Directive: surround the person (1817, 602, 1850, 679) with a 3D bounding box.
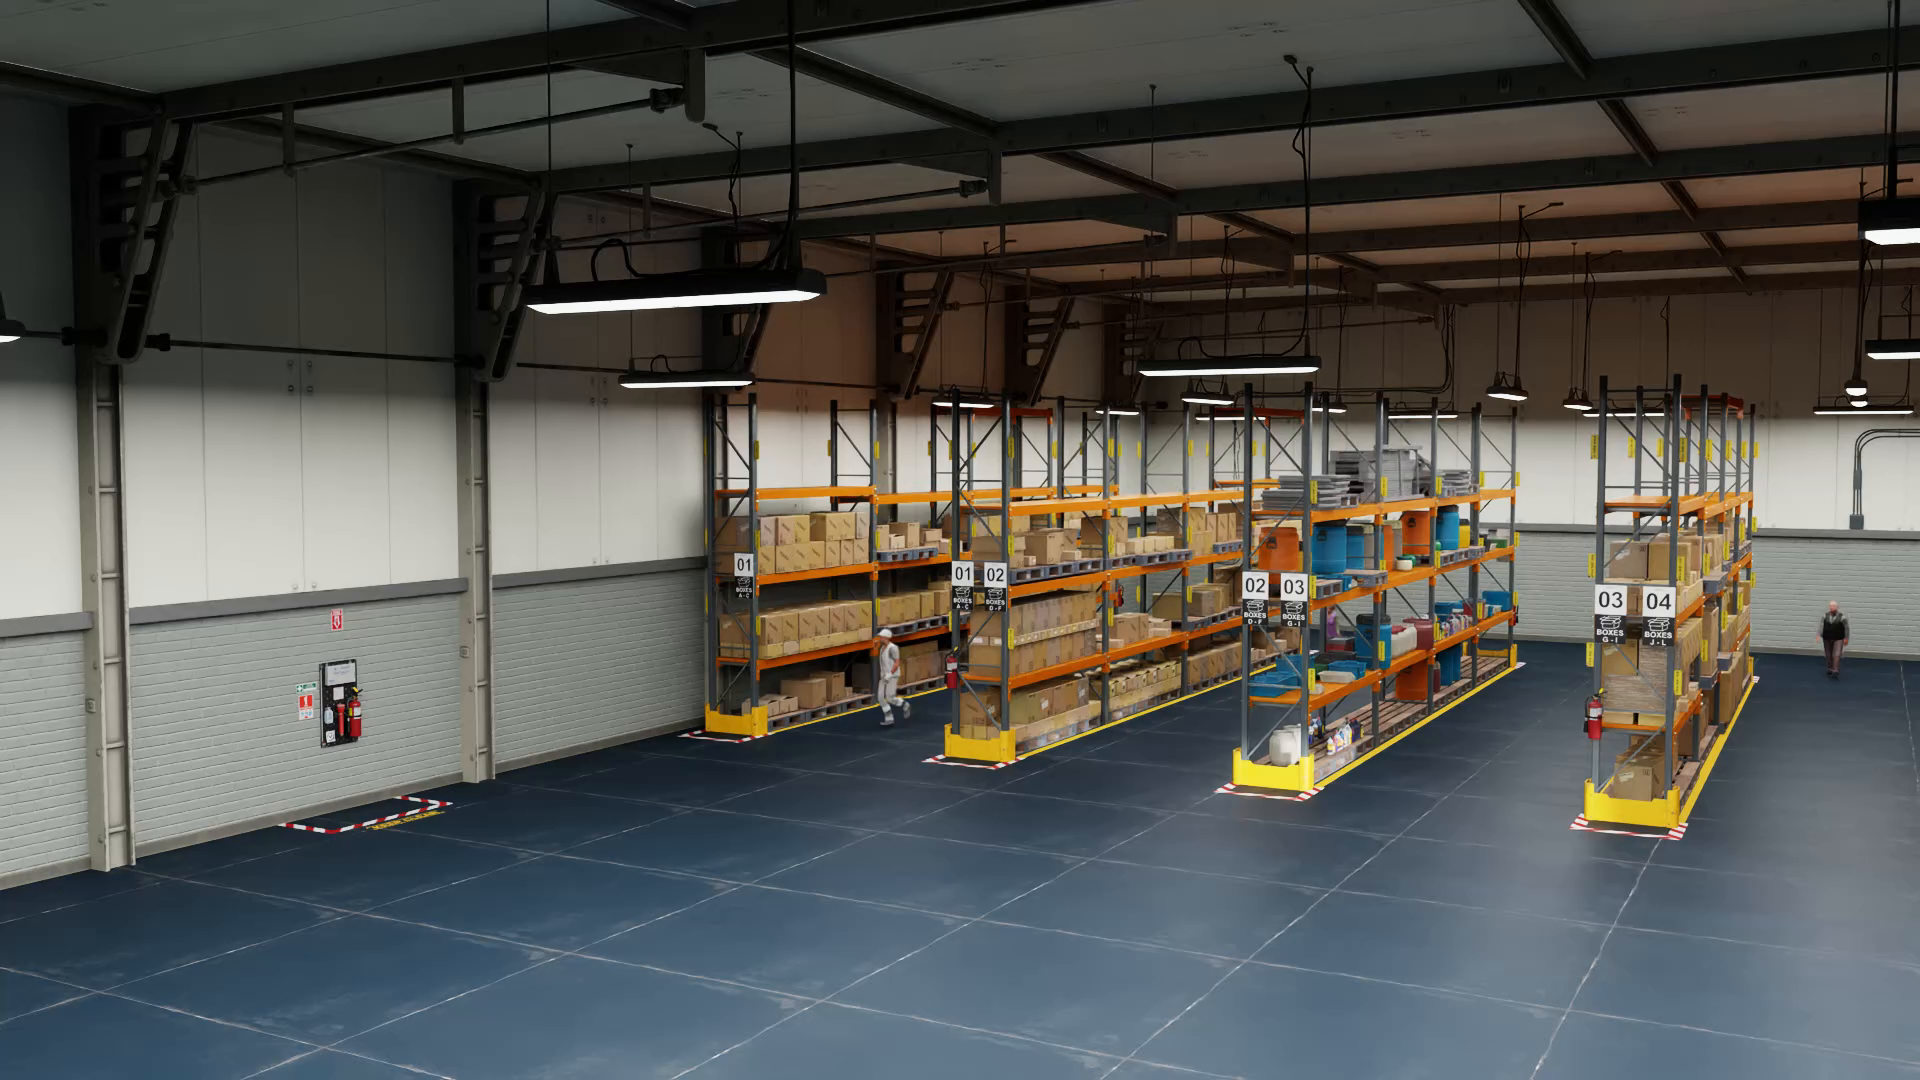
[{"bbox_3d":[19.141,2.180,36.457,0.624,1.661,1.069,2,4,32],"label":"person"}]

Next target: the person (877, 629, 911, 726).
[{"bbox_3d":[-1.230,2.492,30.362,0.653,1.741,0.588,-2,4,-36],"label":"person"}]

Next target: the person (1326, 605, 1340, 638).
[{"bbox_3d":[8.404,2.179,37.528,0.416,1.563,0.768,2,3,26],"label":"person"}]
